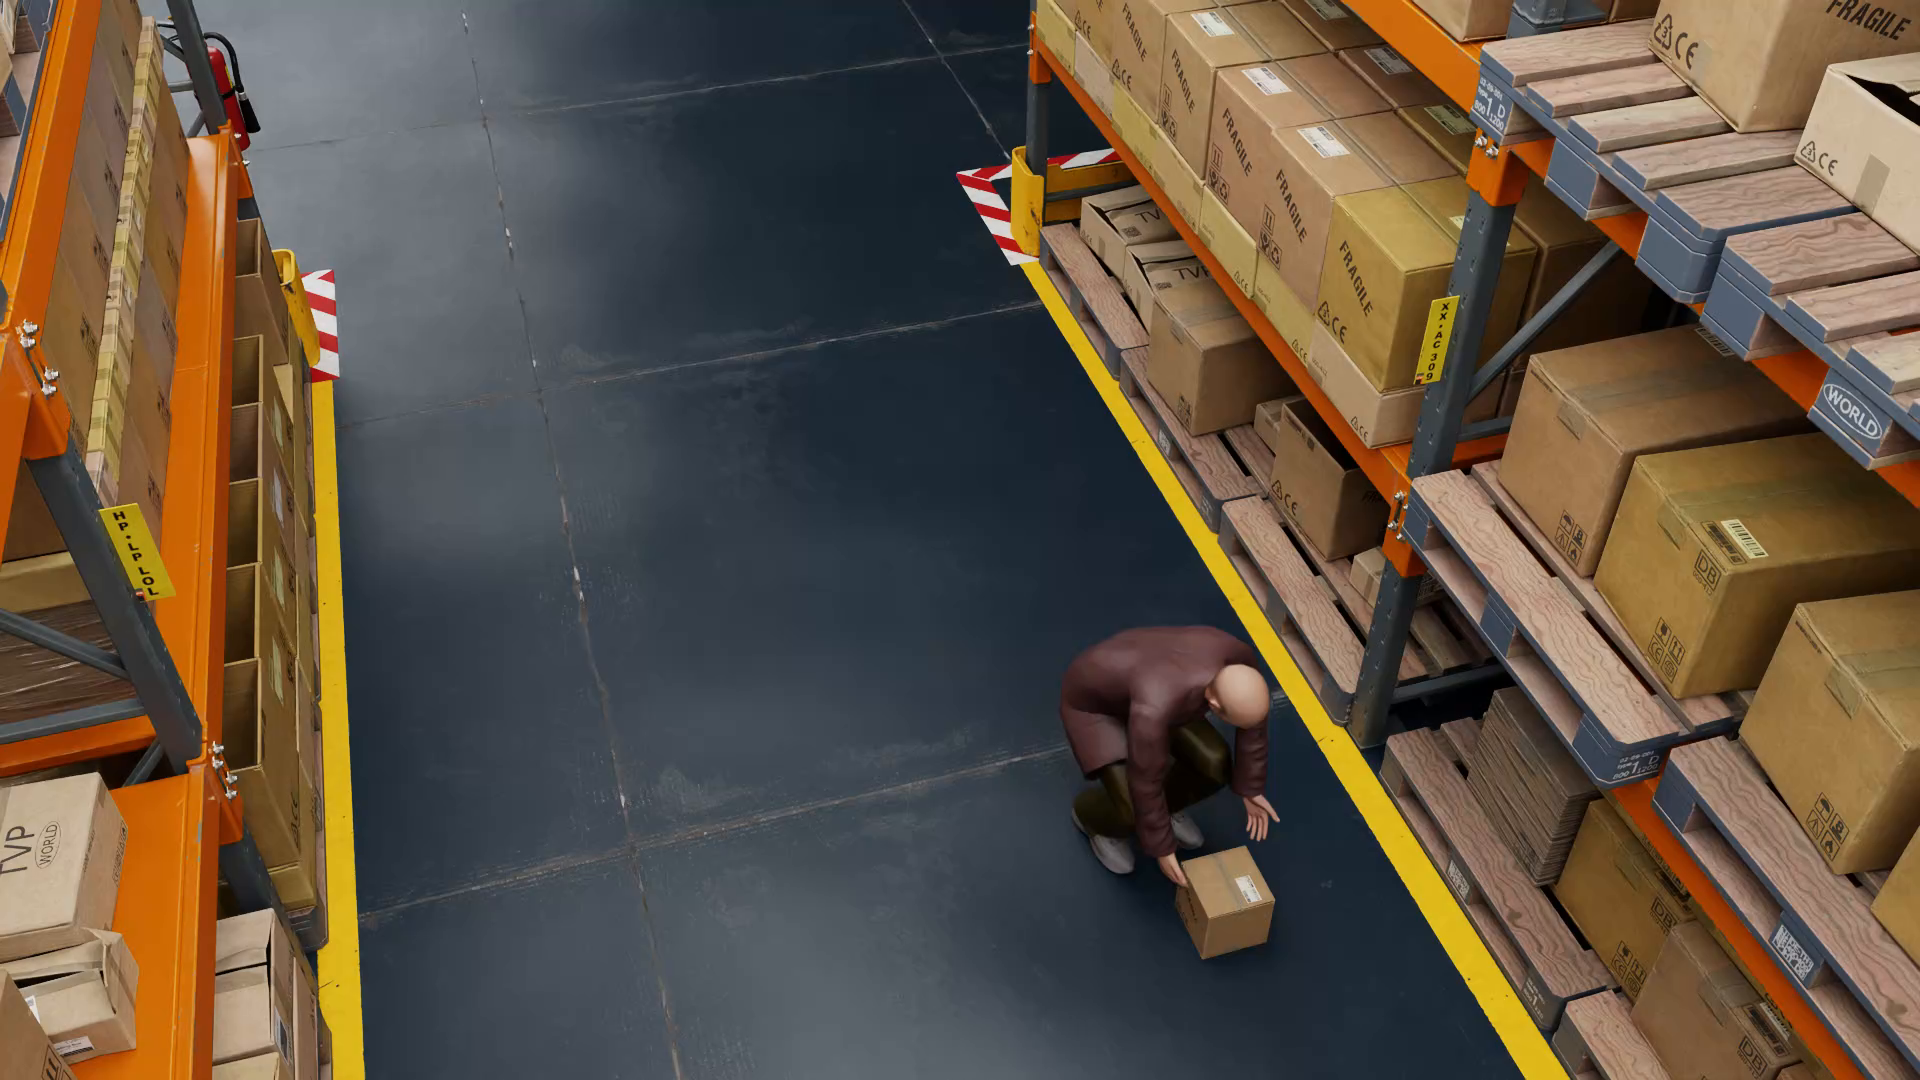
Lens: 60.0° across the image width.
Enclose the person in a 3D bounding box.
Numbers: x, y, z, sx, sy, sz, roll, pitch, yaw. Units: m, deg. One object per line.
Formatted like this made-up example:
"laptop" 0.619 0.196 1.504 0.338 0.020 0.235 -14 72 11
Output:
"person" 0.717 0.694 5.864 0.623 1.150 0.839 -23 46 -23
